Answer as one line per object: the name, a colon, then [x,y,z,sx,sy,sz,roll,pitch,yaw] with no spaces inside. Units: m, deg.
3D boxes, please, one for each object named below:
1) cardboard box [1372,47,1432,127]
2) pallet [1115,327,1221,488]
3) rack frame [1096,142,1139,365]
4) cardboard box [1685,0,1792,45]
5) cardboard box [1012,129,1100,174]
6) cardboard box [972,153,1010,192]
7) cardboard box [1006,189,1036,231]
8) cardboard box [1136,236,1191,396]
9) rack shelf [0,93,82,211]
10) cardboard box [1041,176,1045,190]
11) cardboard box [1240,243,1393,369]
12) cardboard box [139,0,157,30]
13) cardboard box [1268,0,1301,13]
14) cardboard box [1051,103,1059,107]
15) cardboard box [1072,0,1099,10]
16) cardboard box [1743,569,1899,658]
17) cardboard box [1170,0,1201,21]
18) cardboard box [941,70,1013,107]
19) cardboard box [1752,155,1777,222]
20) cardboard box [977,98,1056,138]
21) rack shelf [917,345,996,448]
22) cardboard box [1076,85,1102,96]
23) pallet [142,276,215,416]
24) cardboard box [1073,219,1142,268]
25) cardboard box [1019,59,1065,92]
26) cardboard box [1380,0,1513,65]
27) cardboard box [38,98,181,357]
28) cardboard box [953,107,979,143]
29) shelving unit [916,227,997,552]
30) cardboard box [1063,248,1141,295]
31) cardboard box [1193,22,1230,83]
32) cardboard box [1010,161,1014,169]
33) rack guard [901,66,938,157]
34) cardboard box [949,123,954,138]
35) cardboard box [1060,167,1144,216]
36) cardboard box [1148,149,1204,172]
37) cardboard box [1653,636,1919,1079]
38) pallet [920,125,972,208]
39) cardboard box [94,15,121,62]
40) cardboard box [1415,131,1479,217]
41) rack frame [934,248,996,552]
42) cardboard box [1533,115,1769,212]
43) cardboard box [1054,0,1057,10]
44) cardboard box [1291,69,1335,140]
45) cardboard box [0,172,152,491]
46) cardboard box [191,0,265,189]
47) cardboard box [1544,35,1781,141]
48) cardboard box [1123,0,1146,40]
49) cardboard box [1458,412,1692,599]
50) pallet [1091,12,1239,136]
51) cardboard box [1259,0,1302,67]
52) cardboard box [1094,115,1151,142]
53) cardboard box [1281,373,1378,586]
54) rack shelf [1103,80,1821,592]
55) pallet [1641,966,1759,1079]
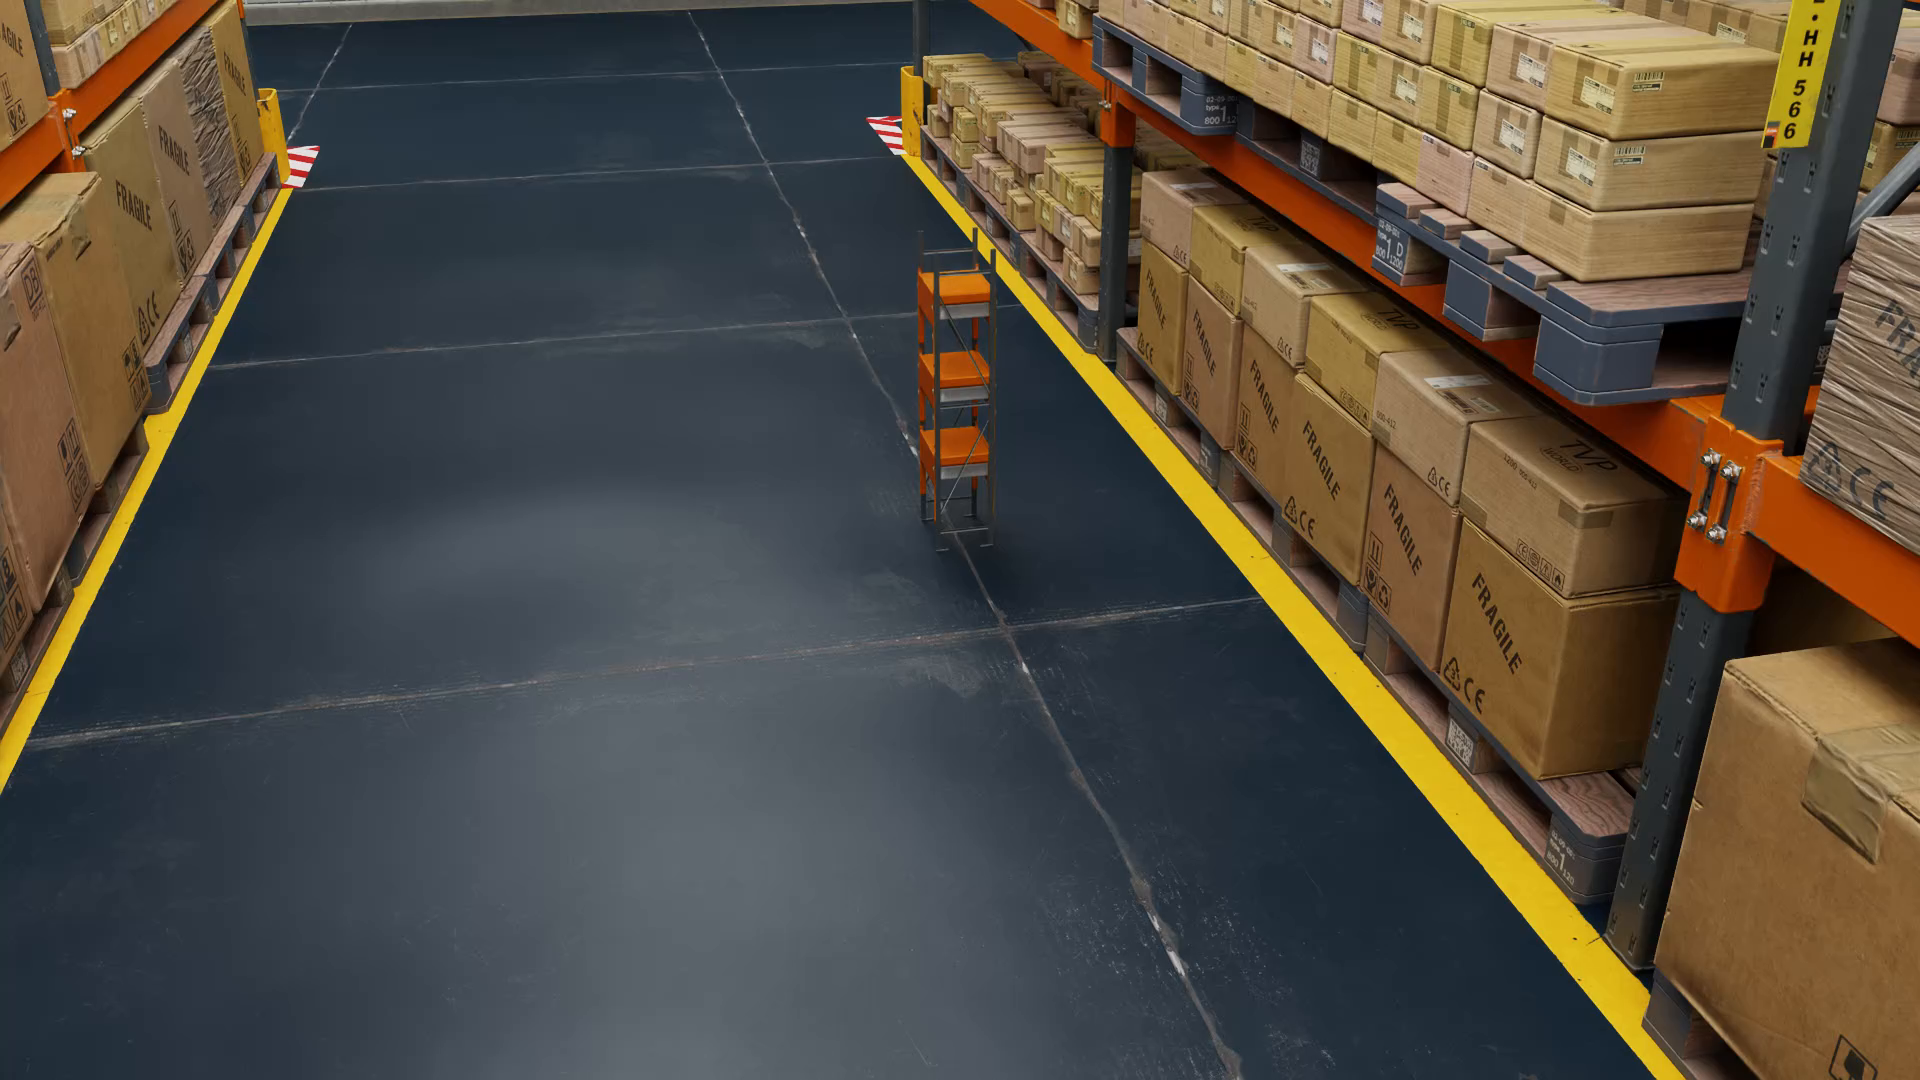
cardboard box: [1.271,-1.147,4.176,0.380,0.149,0.250,-6,27,-11]
pallet: [1.281,-0.596,6.696,1.003,0.211,1.213,-6,27,-12]
rack frame: [1.104,-2.182,6.744,1.000,3.000,0.127,-6,27,-12]
cardboard box: [1.976,-1.215,3.981,0.380,0.149,0.250,-6,27,-12]
cardboard box: [0.477,-1.940,8.303,0.380,0.149,0.250,-7,28,-14]
cardboard box: [0.283,-2.032,9.144,0.380,0.149,0.250,-7,28,-14]
cardboard box: [0.450,-1.689,8.465,0.380,0.149,0.250,-6,27,-12]
cardboard box: [1.012,-0.902,6.517,0.500,0.500,0.500,-5,27,-10]
rack shelf: [-3.301,-0.524,4.257,1.077,0.370,4.000,-6,27,-12]
cardboard box: [0.612,-1.689,8.135,0.380,0.149,0.250,-6,27,-11]
cardboard box: [1.246,-0.779,5.441,0.500,0.250,0.500,-5,27,-10]
cardboard box: [-3.786,-2.343,7.342,0.380,0.149,0.250,-6,27,-11]
cardboard box: [1.101,-1.618,4.779,0.380,0.149,0.250,-5,27,-10]
cardboard box: [0.679,-2.427,9.596,0.380,0.149,0.250,-6,27,-12]
cardboard box: [0.720,-2.543,7.019,0.500,0.500,0.500,-6,27,-12]
cardboard box: [2.094,0.166,4.400,0.500,0.500,0.500,-7,28,-14]
cardboard box: [0.923,-1.830,5.529,0.380,0.149,0.250,-7,28,-14]
cardboard box: [0.101,-2.622,9.652,0.380,0.149,0.250,-6,27,-12]
cardboard box: [2.041,-0.836,3.890,0.380,0.149,0.250,-5,27,-9]
cardboard box: [0.305,-2.278,8.972,0.380,0.149,0.250,-6,27,-11]
rack shelf: [-0.012,-0.483,5.565,0.215,0.259,0.240,-6,27,-12]
cardboard box: [0.863,-2.462,9.337,0.380,0.149,0.250,-5,27,-10]
pallet: [-3.846,-0.820,7.140,1.003,0.211,1.213,-6,27,-12]
cardboard box: [0.723,-1.336,7.435,0.380,0.149,0.250,-5,27,-11]
cardboard box: [0.569,-2.796,9.997,0.380,0.149,0.250,-5,27,-11]
cardboard box: [1.271,-1.278,4.105,0.380,0.149,0.250,-5,27,-10]
cardboard box: [-3.822,-1.260,6.809,0.875,0.875,0.875,-6,27,-12]
cardboard box: [0.171,-2.382,9.507,0.380,0.149,0.250,-5,27,-10]
shelving unit: [-0.012,-0.492,5.560,0.215,1.050,0.252,-6,27,-12]
cardboard box: [0.684,-1.234,7.565,0.380,0.149,0.250,-6,27,-11]
cardboard box: [0.979,-1.585,5.373,0.380,0.149,0.250,-7,28,-14]
cardboard box: [0.476,-2.040,8.831,0.380,0.149,0.250,-5,27,-9]
rack guard: [0.220,-2.789,10.720,1.175,0.500,0.348,-6,27,-12]
cardboard box: [0.147,-2.484,10.040,0.380,0.149,0.250,-6,27,-12]
cardboard box: [0.674,-1.600,7.629,0.380,0.149,0.250,-6,27,-11]
cardboard box: [1.119,-1.768,7.961,0.380,0.149,0.250,-6,27,-12]
cardboard box: [2.055,0.667,3.130,1.050,0.750,0.750,-6,27,-12]
pallet: [0.368,-2.300,10.072,1.003,0.211,1.213,-6,27,-12]
cardboard box: [-3.613,-2.005,6.673,0.380,0.149,0.250,-5,27,-10]
cardboard box: [1.334,-0.893,4.004,0.380,0.149,0.250,-5,27,-11]
rack frame: [0.015,-0.439,5.454,0.200,1.050,0.008,-6,27,-12]
cardboard box: [1.450,-0.805,3.498,0.380,0.149,0.250,-5,27,-11]
cardboard box: [0.654,-2.517,7.687,0.380,0.149,0.250,-7,28,-13]
cardboard box: [1.162,-1.235,4.680,0.380,0.149,0.250,-5,27,-10]
cardboard box: [-3.588,-0.683,5.666,1.225,0.875,0.875,-6,27,-11]
cardboard box: [-4.431,-2.445,9.157,0.875,0.875,0.875,-6,27,-12]
cardboard box: [1.448,-0.936,3.427,0.380,0.149,0.250,-7,28,-14]
cardboard box: [0.813,-1.917,6.031,0.380,0.149,0.250,-6,27,-11]
cardboard box: [1.596,-0.106,4.107,0.500,0.250,0.500,-7,28,-13]
pallet: [1.134,-1.746,6.093,1.003,0.211,1.213,-6,27,-12]
cardboard box: [1.099,-1.484,4.844,0.380,0.149,0.250,-6,28,-13]
cardboard box: [0.918,-2.111,8.641,0.380,0.149,0.250,-7,28,-14]
cardboard box: [1.354,-0.219,5.163,0.500,0.500,0.500,-7,28,-14]
rack shelf: [1.555,-0.983,5.167,1.077,0.370,4.000,-6,27,-12]
pallet: [2.110,1.173,3.193,1.003,0.211,1.213,-6,27,-12]
